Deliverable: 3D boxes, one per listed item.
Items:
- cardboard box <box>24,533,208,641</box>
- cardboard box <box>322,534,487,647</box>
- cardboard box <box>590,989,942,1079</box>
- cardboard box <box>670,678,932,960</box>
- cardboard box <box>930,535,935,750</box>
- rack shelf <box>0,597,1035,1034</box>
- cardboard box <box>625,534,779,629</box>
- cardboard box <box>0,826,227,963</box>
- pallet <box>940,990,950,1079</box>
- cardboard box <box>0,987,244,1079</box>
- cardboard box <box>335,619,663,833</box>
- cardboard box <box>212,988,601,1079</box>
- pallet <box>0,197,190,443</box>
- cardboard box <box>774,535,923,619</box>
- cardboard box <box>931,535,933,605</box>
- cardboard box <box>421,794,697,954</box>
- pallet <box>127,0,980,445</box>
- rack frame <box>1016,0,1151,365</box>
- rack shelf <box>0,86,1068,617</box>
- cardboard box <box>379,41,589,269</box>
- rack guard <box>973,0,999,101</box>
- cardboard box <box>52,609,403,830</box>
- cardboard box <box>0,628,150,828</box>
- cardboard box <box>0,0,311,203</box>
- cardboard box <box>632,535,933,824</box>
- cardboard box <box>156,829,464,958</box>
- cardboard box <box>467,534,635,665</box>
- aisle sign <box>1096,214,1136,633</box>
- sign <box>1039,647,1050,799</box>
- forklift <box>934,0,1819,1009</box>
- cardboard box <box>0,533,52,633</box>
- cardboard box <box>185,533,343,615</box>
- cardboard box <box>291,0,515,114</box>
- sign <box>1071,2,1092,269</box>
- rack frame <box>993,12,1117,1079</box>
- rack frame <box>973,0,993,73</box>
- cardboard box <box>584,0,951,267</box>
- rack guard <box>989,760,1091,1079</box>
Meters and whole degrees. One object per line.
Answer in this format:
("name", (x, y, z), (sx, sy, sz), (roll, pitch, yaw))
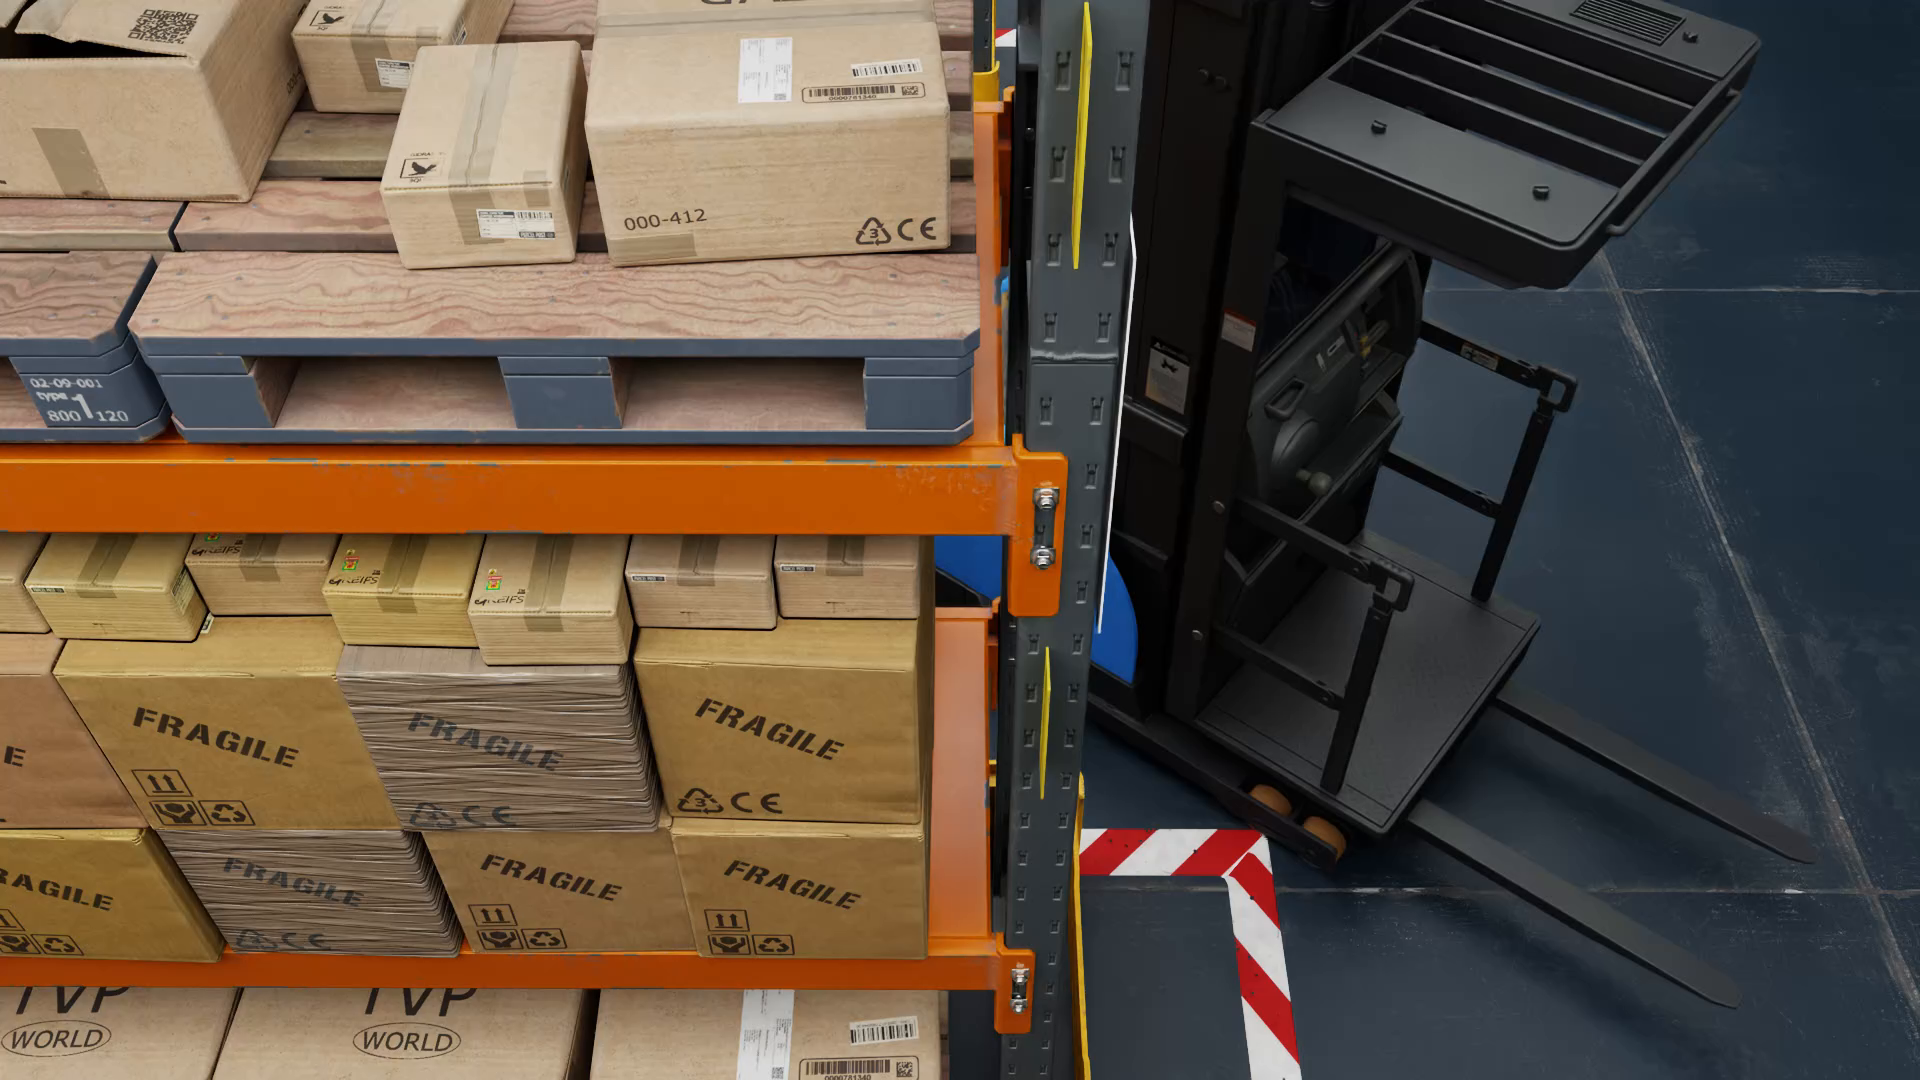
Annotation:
("cardboard box", (-1.470, -0.009, 3.015), (0.250, 0.149, 0.380), (1, 47, 1))
("cardboard box", (-0.958, 0.001, 3.005), (0.250, 0.149, 0.380), (1, 47, 1))
("cardboard box", (-0.495, 1.205, 4.542), (0.875, 0.438, 0.875), (-1, 47, -1))
("cardboard box", (-0.318, 0.562, 3.609), (0.500, 0.500, 0.500), (0, 47, 0))
("cardboard box", (-0.313, 0.159, 3.985), (0.500, 0.500, 0.500), (0, 47, 0))
("rack shelf", (-1.834, 0.644, 4.093), (4.000, 0.370, 1.077), (0, 47, 0))
("cardboard box", (-0.448, -0.029, 3.033), (0.250, 0.149, 0.380), (1, 47, 1))
("cardboard box", (-1.850, 0.564, 3.608), (0.500, 0.500, 0.500), (1, 47, 1))
("pallet", (-0.634, 1.409, 4.794), (1.213, 0.211, 1.003), (0, 47, 0))
("cardboard box", (-2.312, 1.205, 4.542), (0.875, 0.438, 0.875), (-1, 47, -1))
("cardboard box", (-0.840, 0.222, 3.242), (0.500, 0.500, 0.500), (0, 47, 0))
("cardboard box", (-1.410, 1.209, 4.539), (0.875, 0.438, 0.875), (1, 47, 1))
("pallet", (-1.799, -0.583, 2.755), (1.213, 0.211, 1.003), (0, 47, 0))
("cardboard box", (-0.194, -0.046, 3.049), (0.250, 0.149, 0.380), (1, 47, 1))
("cardboard box", (-0.313, -0.180, 3.617), (0.500, 0.500, 0.500), (-1, 47, -1))
("cardboard box", (-0.820, 0.550, 3.621), (0.500, 0.500, 0.500), (-1, 47, -1))
("pallet", (-0.576, -0.582, 2.754), (1.213, 0.211, 1.003), (0, 47, 0))
("rack frame", (0.166, -1.640, 1.629), (0.127, 3.000, 1.000), (0, 47, 0))
("rack shelf", (-1.834, -0.378, 2.995), (4.000, 0.370, 1.077), (0, 47, 0))
("cardboard box", (-0.704, -0.587, 2.515), (0.250, 0.149, 0.380), (-3, 47, -3))
("rack guard", (0.007, -2.368, 8.113), (0.348, 0.500, 1.175), (0, 47, 0))
("cardboard box", (-1.335, 0.219, 3.246), (0.500, 0.500, 0.500), (0, 47, 0))
("cardboard box", (-1.837, 0.216, 3.248), (0.500, 0.500, 0.500), (0, 47, 0))
("cardboard box", (-1.331, -0.805, 2.607), (0.500, 0.311, 0.500), (1, 47, 1))
("cardboard box", (-0.317, 0.202, 3.261), (0.500, 0.500, 0.500), (2, 47, 1))
("cardboard box", (-1.334, 0.556, 3.615), (0.500, 0.500, 0.500), (1, 47, 1))
("cardboard box", (-0.706, 0.032, 2.977), (0.250, 0.149, 0.380), (0, 47, 0))
("aisle sign", (0.236, -0.255, 2.662), (0.004, 0.787, 0.394), (0, 47, 0))
("sign", (0.150, 0.326, 2.944), (0.005, 0.325, 0.100), (0, 47, 0))
("forklift", (1.229, -0.403, 4.623), (3.031, 2.935, 1.130), (30, 54, 25))
("cardboard box", (-1.733, -0.024, 3.028), (0.250, 0.149, 0.380), (2, 47, 1))
("cardboard box", (-1.219, -0.052, 3.054), (0.250, 0.149, 0.380), (0, 47, 0))
("cardboard box", (-0.922, -0.881, 2.788), (0.250, 0.149, 0.380), (2, 47, 2))
("sign", (0.150, -0.495, 2.062), (0.005, 0.325, 0.100), (0, 47, 0))
("rack frame", (0.166, 0.404, 3.825), (0.127, 3.000, 1.000), (0, 47, 0))
("rack frame", (0.083, -3.220, 7.198), (0.127, 3.000, 1.000), (0, 47, 0))
("cardboard box", (-0.285, -0.679, 2.531), (0.500, 0.250, 0.500), (-4, 47, -3))
("rack guard", (0.190, 1.256, 4.740), (0.348, 0.500, 1.175), (0, 47, 0))
